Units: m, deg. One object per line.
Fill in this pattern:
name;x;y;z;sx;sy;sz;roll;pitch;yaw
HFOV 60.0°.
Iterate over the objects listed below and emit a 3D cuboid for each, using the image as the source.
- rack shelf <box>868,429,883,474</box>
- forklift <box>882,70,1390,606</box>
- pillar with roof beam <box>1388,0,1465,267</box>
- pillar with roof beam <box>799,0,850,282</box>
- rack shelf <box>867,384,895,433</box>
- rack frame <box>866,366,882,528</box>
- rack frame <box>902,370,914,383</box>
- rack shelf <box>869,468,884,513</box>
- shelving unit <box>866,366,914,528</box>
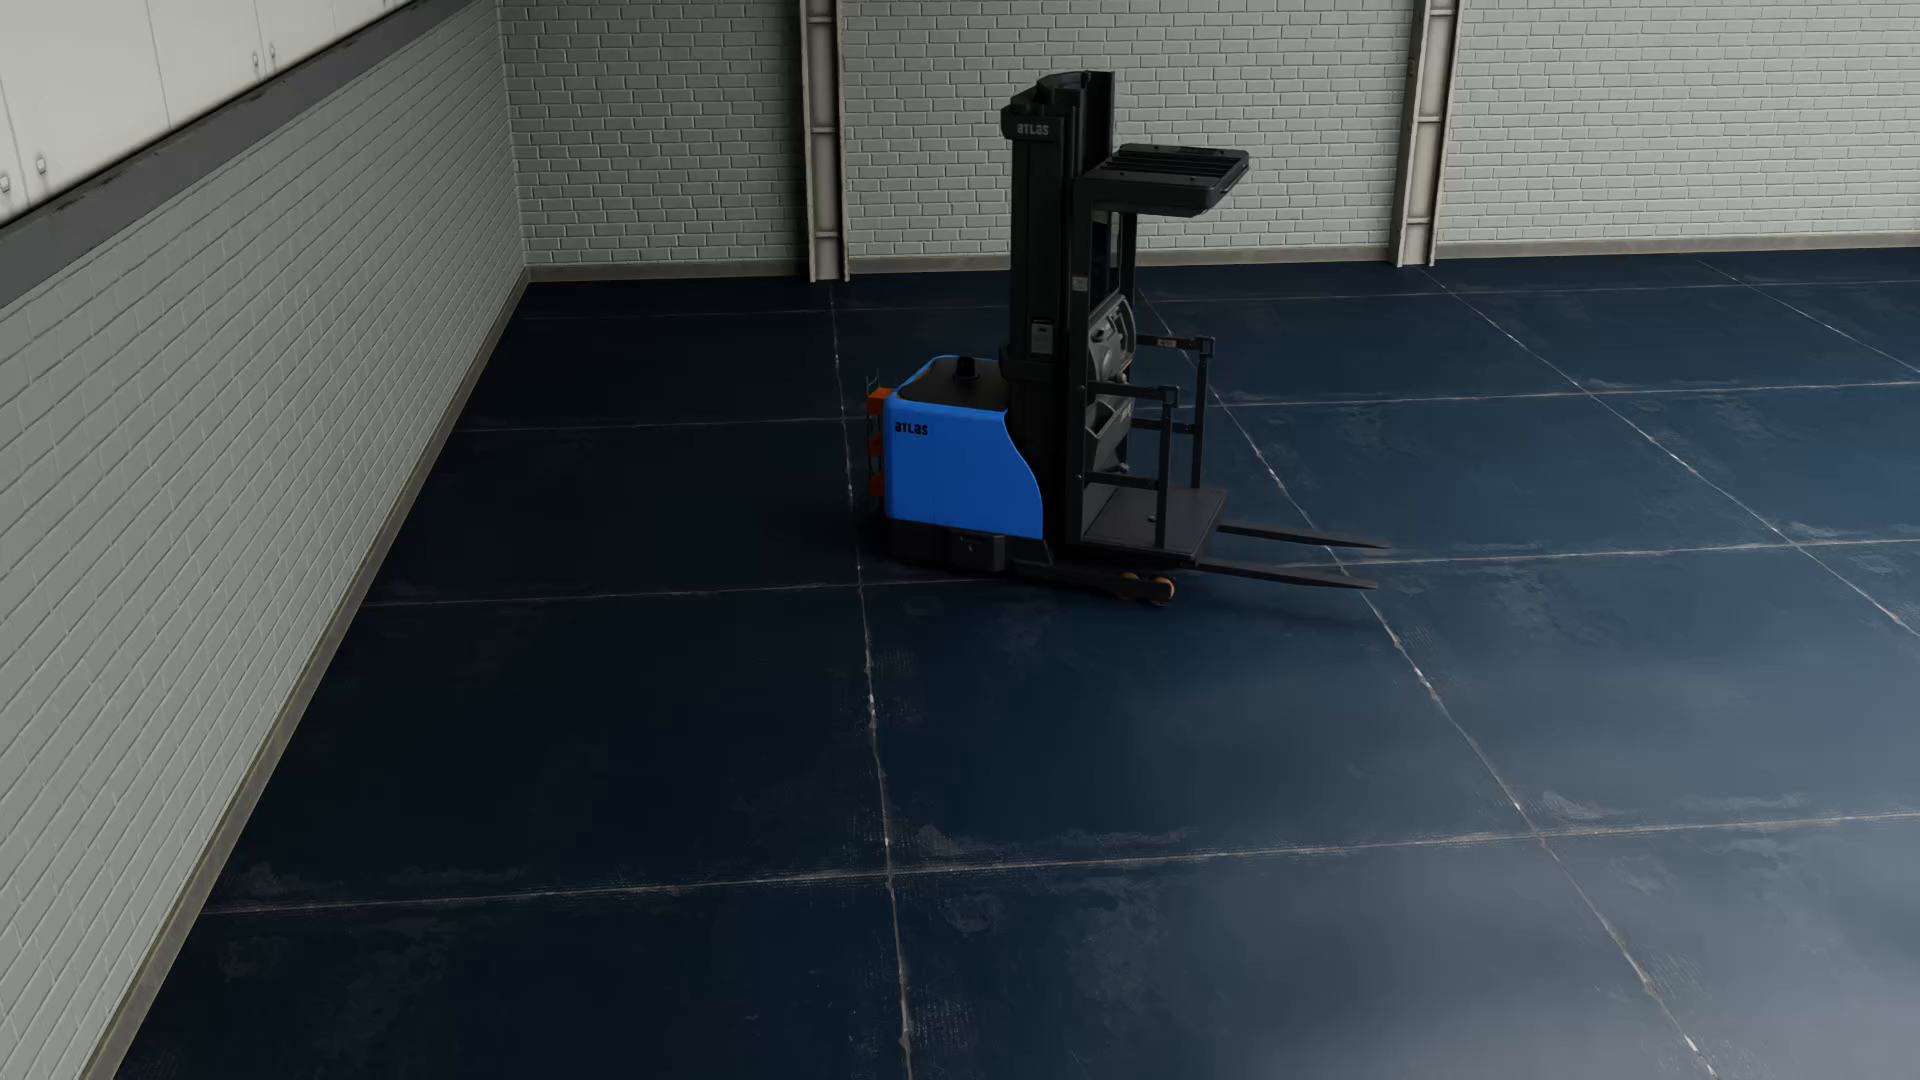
rack shelf;-0.444;-0.570;10.766;0.240;0.259;0.215;8;25;18
forklift;1.089;-1.193;9.825;3.031;2.935;1.130;8;25;18
pillar with roof beam;5.083;-5.242;11.464;0.400;9.000;9.100;-2;24;-5
pillar with roof beam;-0.888;-5.003;10.926;0.400;9.000;9.100;-2;24;-5
rack shelf;-0.444;-0.829;10.651;0.240;0.259;0.215;8;25;18
rack frame;-0.559;-0.596;10.799;0.008;1.050;0.200;8;25;18
rack frame;-0.329;-0.563;10.725;0.008;1.050;0.200;8;25;18
rack shelf;-0.444;-0.316;10.879;0.240;0.259;0.215;8;25;18
shelving unit;-0.444;-0.580;10.762;0.252;1.050;0.215;8;25;18
